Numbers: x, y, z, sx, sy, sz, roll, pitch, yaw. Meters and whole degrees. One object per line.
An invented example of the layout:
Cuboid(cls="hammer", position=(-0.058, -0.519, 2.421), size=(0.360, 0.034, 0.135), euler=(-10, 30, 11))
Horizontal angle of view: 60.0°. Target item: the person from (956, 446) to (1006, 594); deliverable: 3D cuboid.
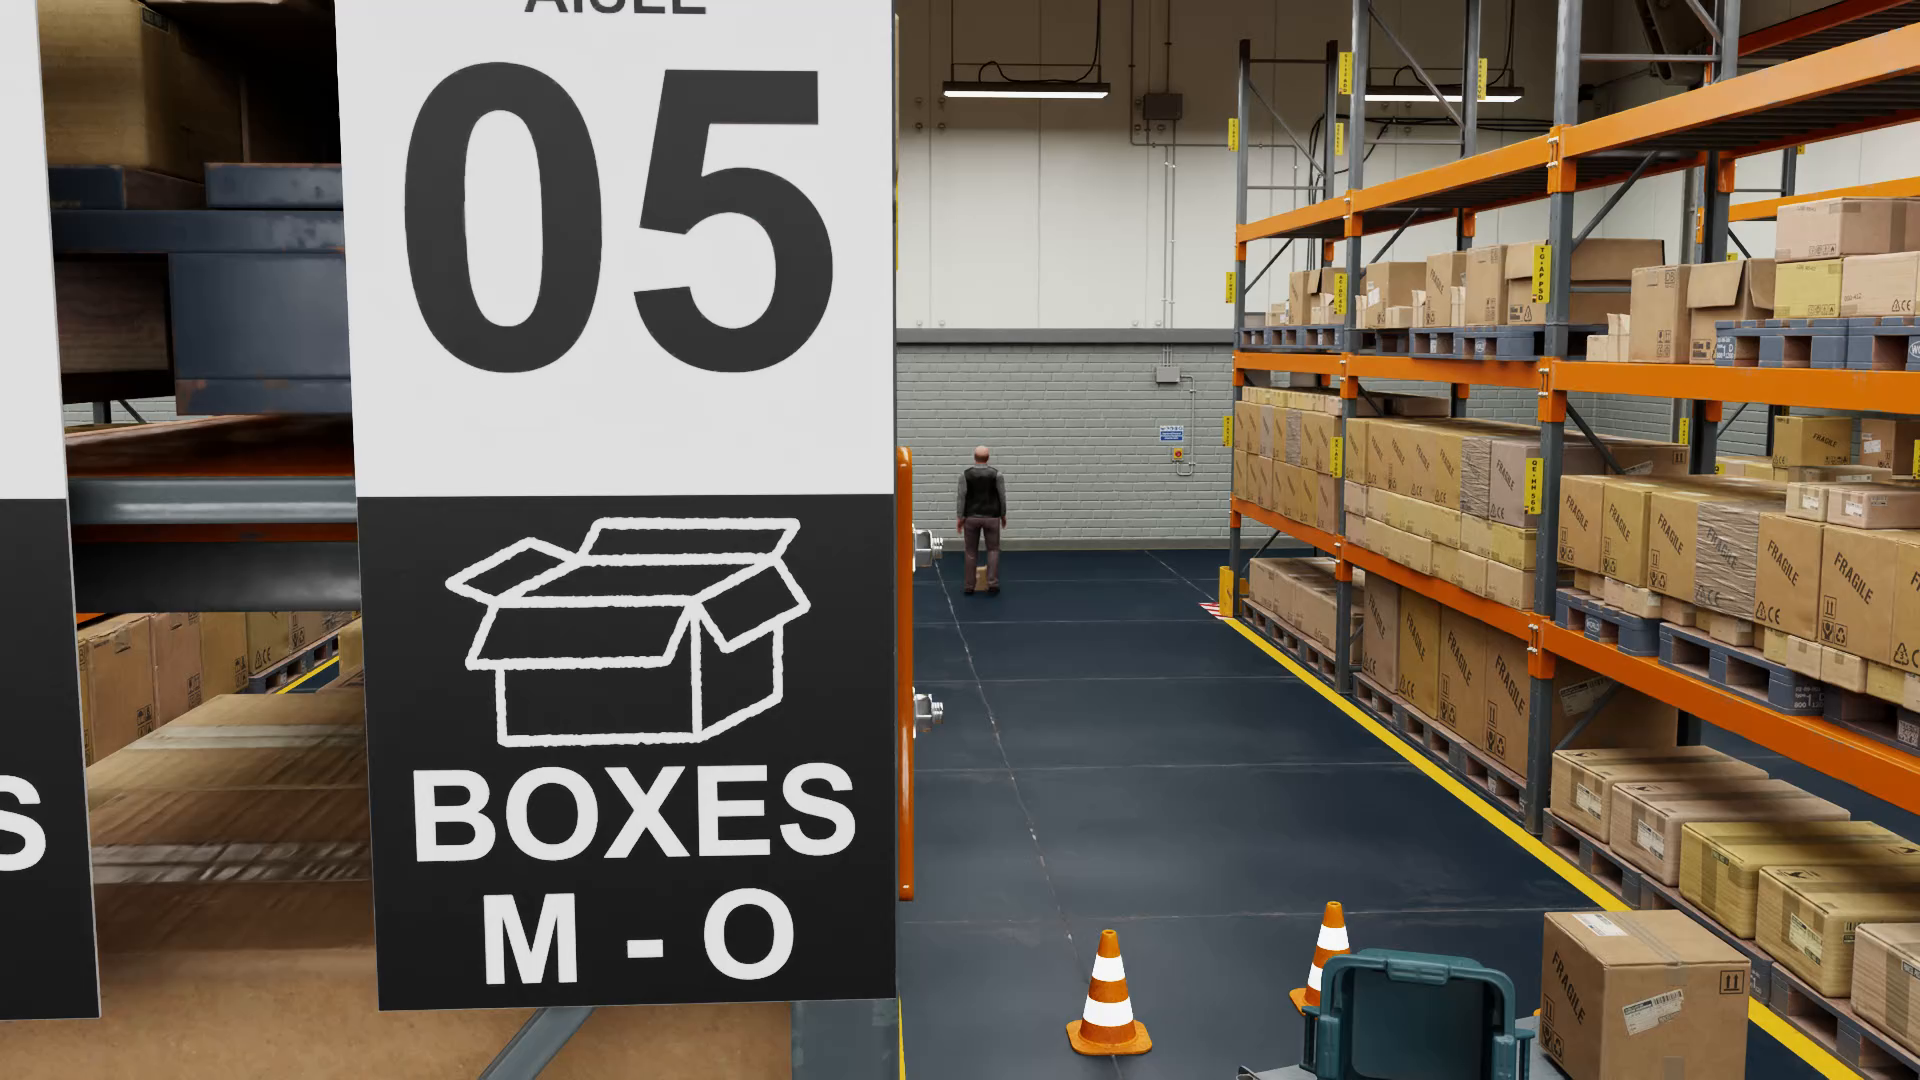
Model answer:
Cuboid(cls="person", position=(0.248, -0.230, 19.176), size=(0.572, 1.733, 0.480), euler=(0, 7, 2))
